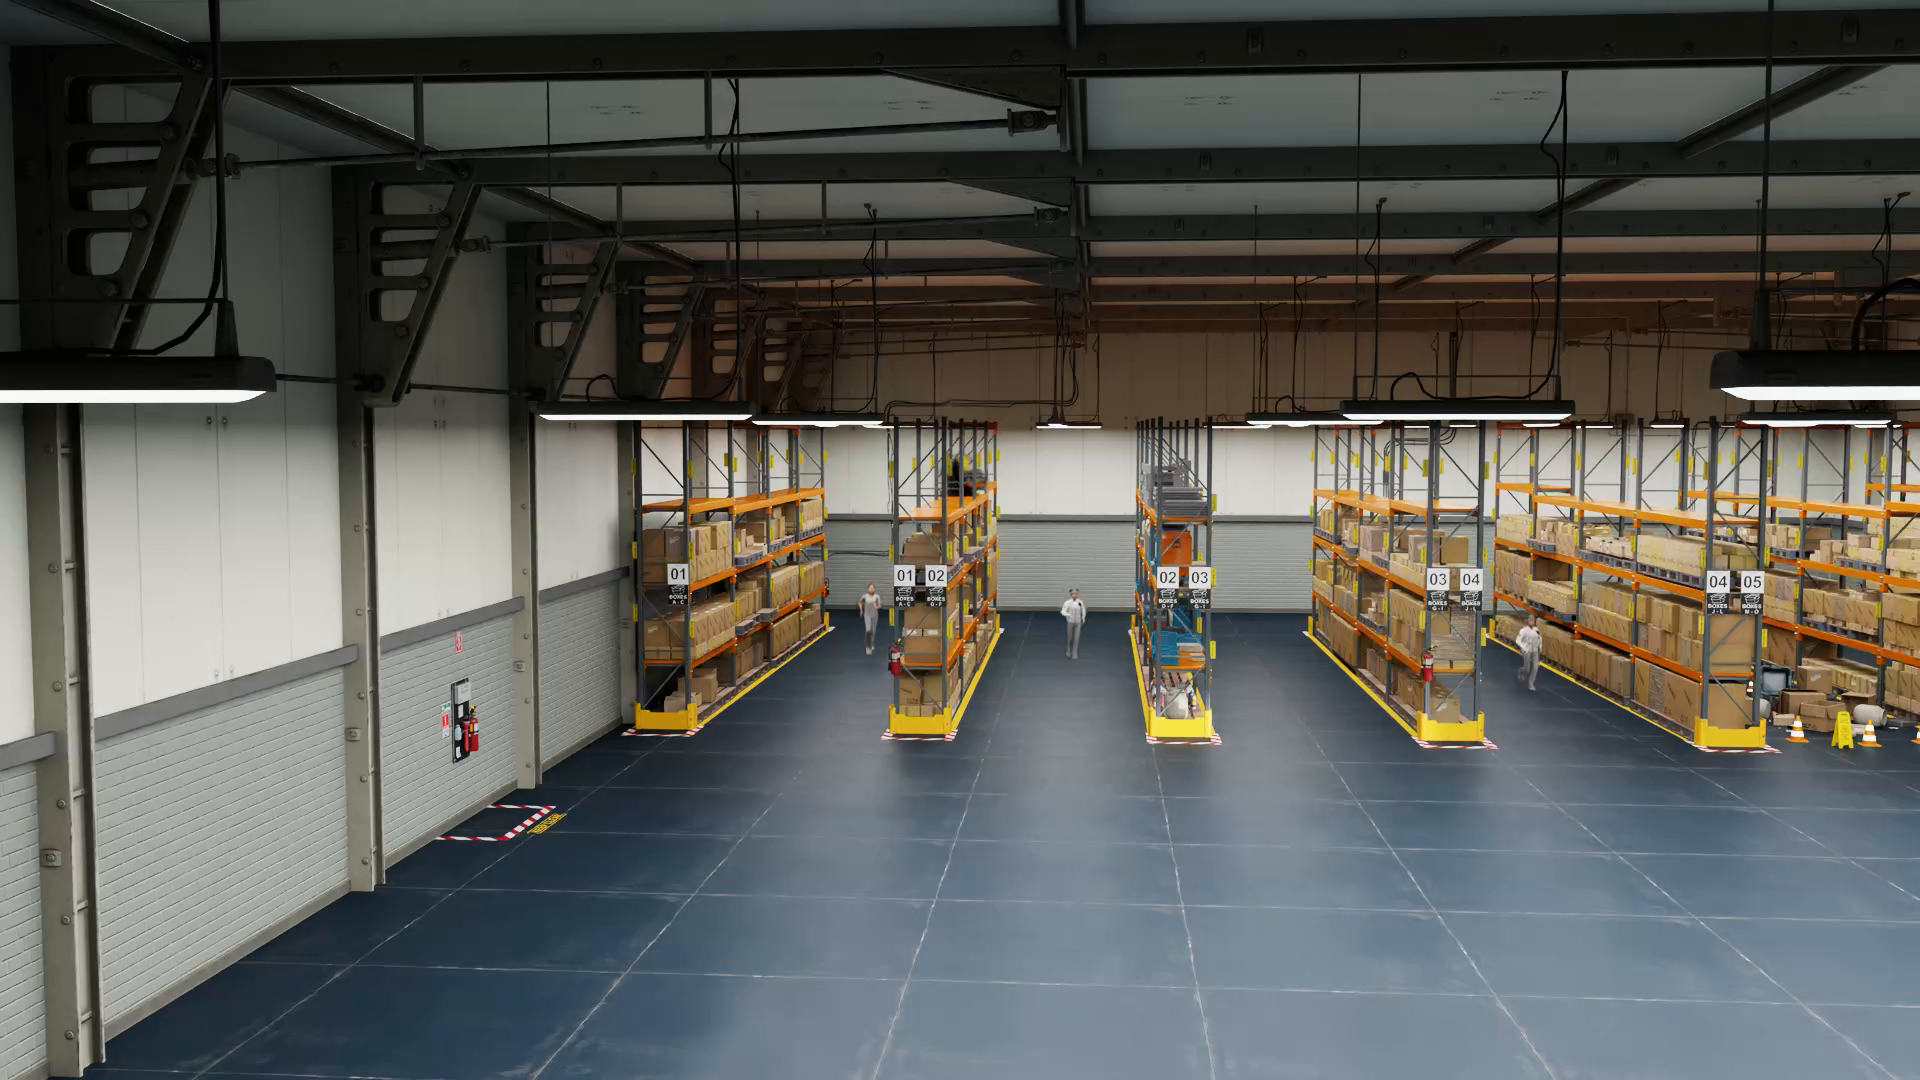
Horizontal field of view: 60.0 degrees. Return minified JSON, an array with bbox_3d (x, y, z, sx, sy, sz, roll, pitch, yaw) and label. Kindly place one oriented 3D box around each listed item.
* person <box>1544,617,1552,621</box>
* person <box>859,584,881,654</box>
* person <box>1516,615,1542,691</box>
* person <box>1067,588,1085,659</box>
[{"bbox_3d":[16.526,1.845,46.659,0.647,1.770,0.729,-3,5,-36],"label":"person"},{"bbox_3d":[-2.200,1.941,40.931,0.530,1.734,0.686,-1,4,-10],"label":"person"},{"bbox_3d":[12.668,2.485,36.954,0.617,1.670,0.720,0,4,-3],"label":"person"},{"bbox_3d":[2.776,1.986,39.924,0.431,1.685,0.670,0,4,-7],"label":"person"}]
